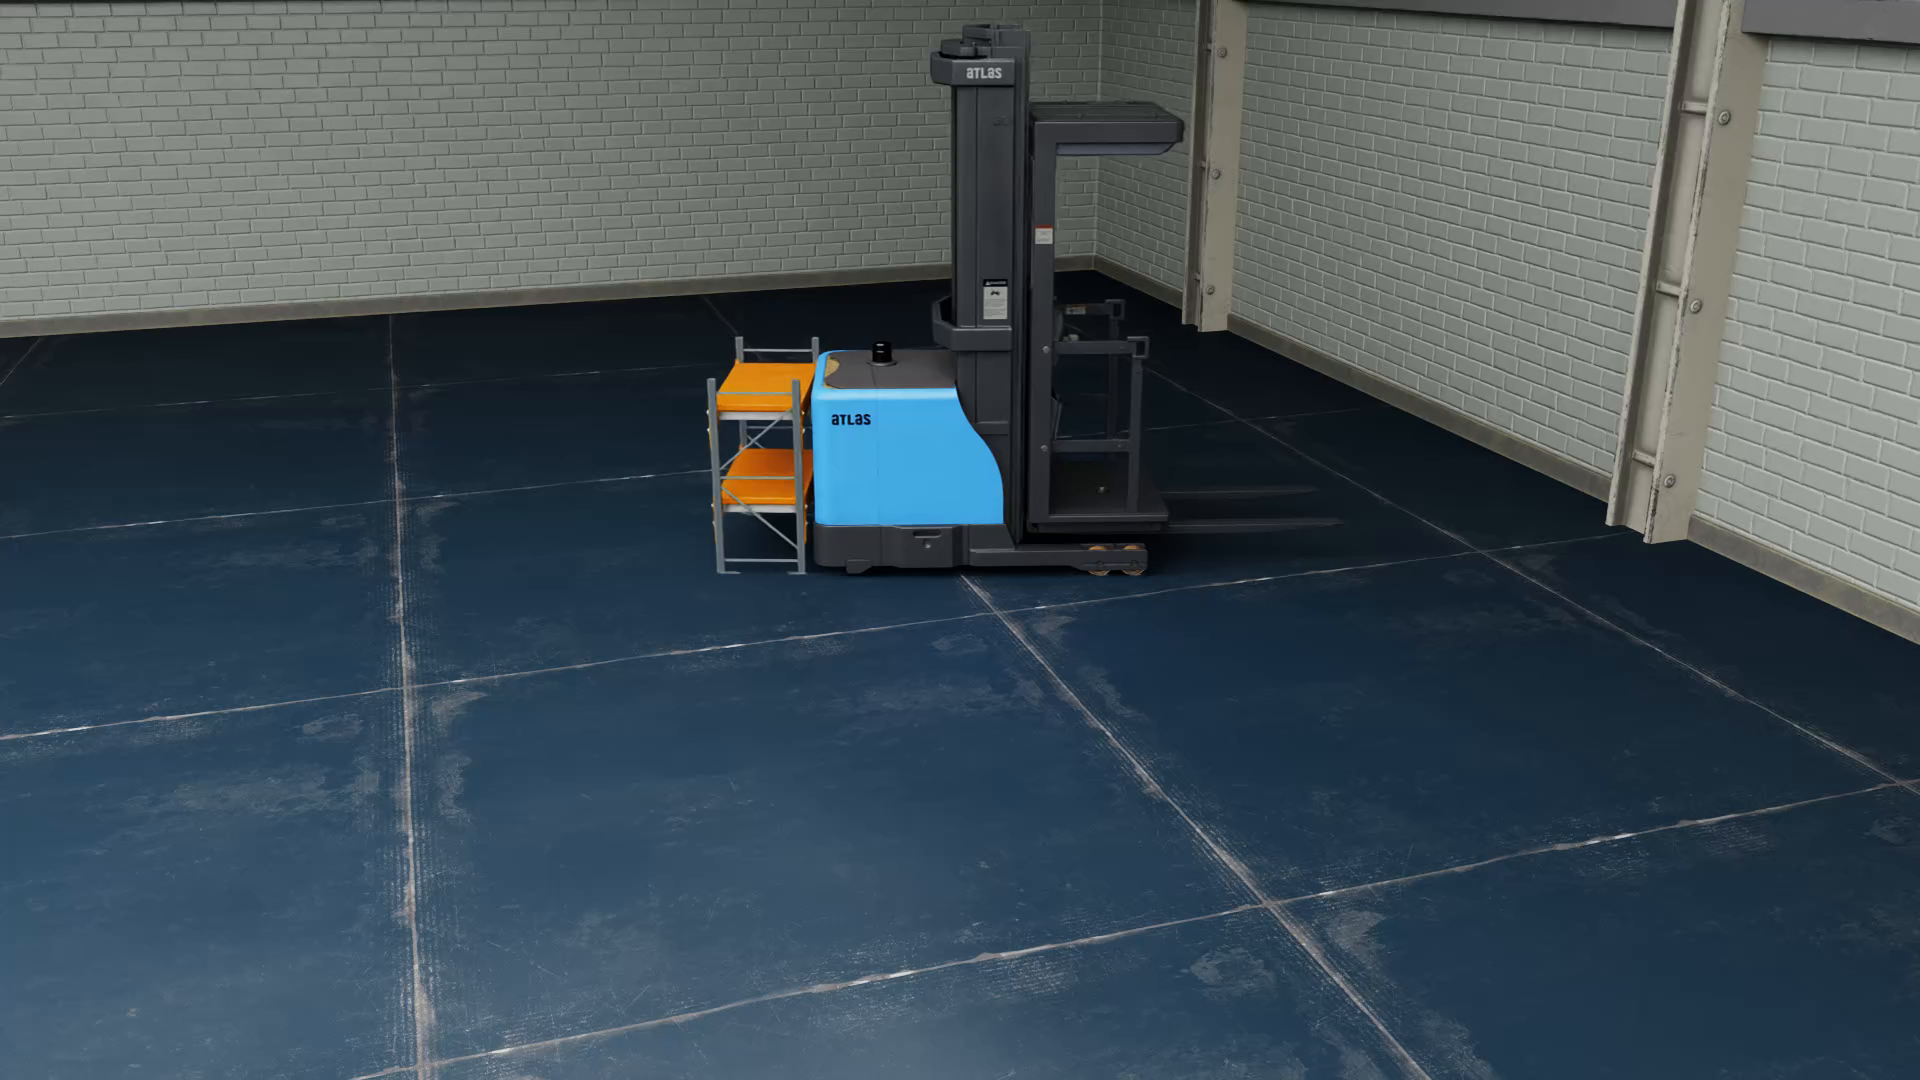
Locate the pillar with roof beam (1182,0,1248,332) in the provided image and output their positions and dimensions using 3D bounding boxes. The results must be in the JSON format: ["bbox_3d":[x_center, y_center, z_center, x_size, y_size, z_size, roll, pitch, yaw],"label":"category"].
[{"bbox_3d":[-1.807,-5.760,12.641,9.100,9.000,0.400,-6,21,-17],"label":"pillar with roof beam"}]

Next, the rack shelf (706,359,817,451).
[{"bbox_3d":[-1.107,-0.789,9.582,0.538,0.278,1.000,0,20,1],"label":"rack shelf"}]

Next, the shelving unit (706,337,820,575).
[{"bbox_3d":[-1.107,-0.513,9.681,0.538,1.125,1.048,0,20,1],"label":"shelving unit"}]

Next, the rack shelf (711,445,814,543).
[{"bbox_3d":[-1.107,-0.283,9.764,0.538,0.278,1.000,0,20,1],"label":"rack shelf"}]

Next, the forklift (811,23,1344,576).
[{"bbox_3d":[0.674,-1.357,9.358,3.031,2.935,1.130,-1,20,-2],"label":"forklift"}]

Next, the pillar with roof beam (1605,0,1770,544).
[{"bbox_3d":[0.079,-3.835,7.280,9.100,9.000,0.400,-6,21,-17],"label":"pillar with roof beam"}]

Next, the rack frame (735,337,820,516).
[{"bbox_3d":[-1.095,-0.685,10.160,0.500,1.125,0.032,0,20,1],"label":"rack frame"}]

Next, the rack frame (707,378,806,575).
[{"bbox_3d":[-1.119,-0.341,9.203,0.500,1.125,0.032,0,20,1],"label":"rack frame"}]
